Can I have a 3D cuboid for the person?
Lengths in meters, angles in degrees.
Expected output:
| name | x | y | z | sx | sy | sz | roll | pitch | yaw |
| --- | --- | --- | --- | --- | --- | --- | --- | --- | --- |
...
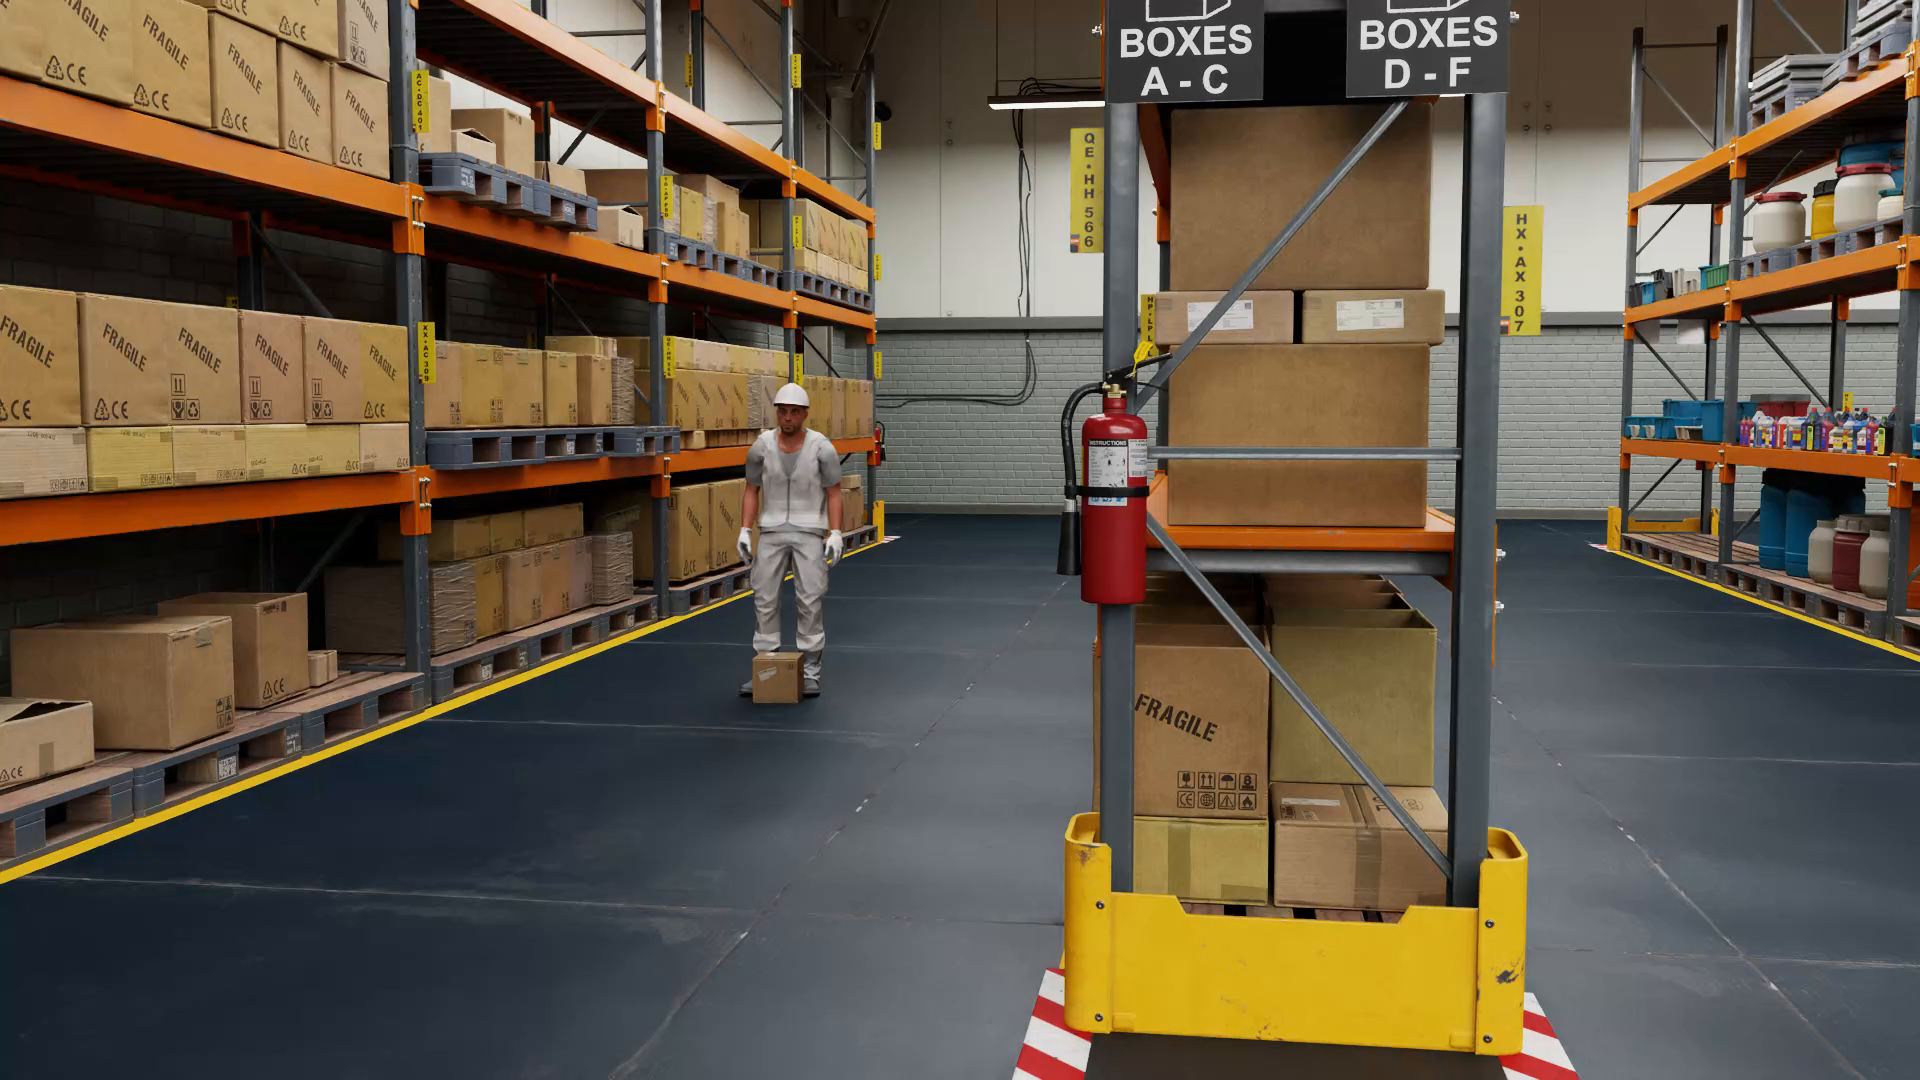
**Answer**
| name | x | y | z | sx | sy | sz | roll | pitch | yaw |
| --- | --- | --- | --- | --- | --- | --- | --- | --- | --- |
| person | -0.966 | -0.004 | 9.520 | 0.623 | 1.780 | 0.446 | 0 | 4 | 6 |
